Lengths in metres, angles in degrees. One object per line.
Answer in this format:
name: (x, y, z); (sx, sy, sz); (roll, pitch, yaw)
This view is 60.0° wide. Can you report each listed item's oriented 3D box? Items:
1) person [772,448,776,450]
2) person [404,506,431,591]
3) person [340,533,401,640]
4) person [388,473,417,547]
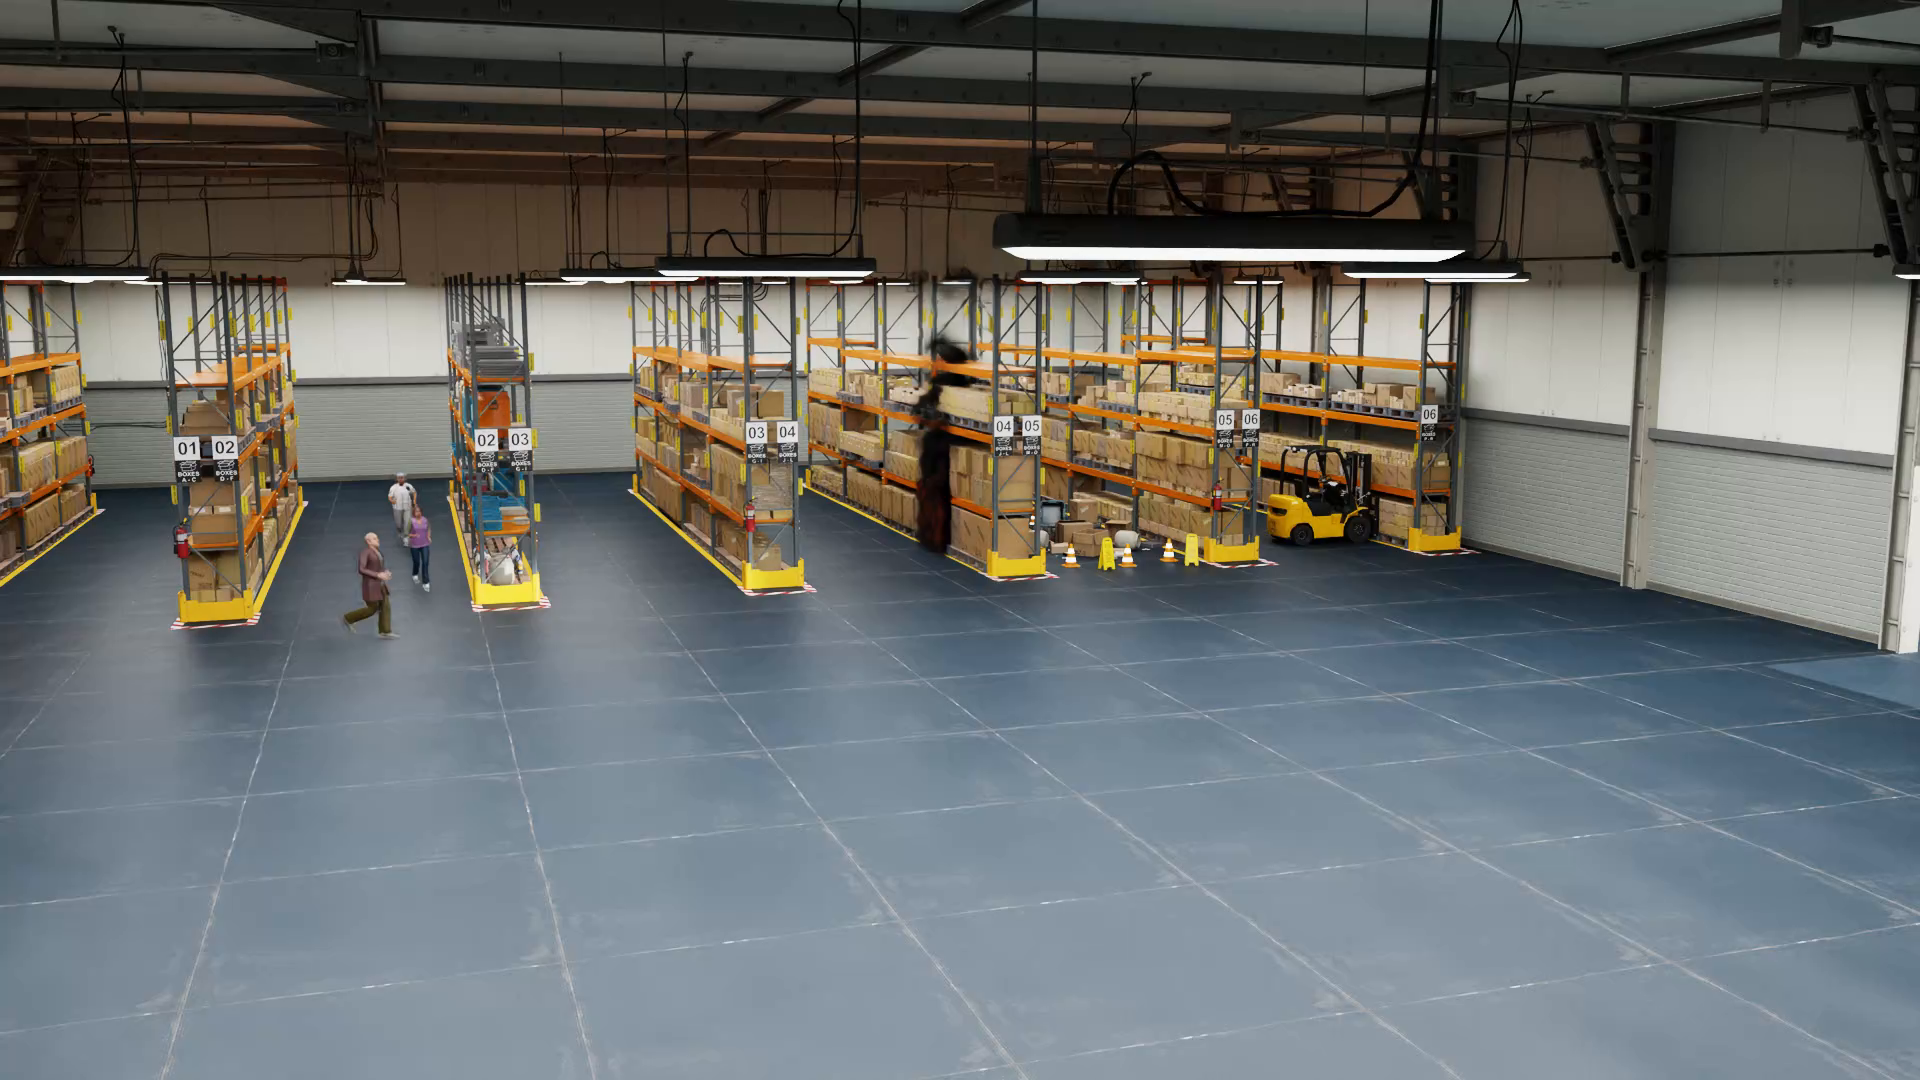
person: (-5.500, -2.307, 47.461); (0.758, 1.756, 0.928); (1, 9, 7)
person: (-10.328, 0.135, 31.764); (0.537, 1.596, 0.878); (-5, 10, -29)
person: (-9.686, 0.757, 27.319); (0.935, 1.778, 0.718); (1, 9, 6)
person: (-12.459, -0.691, 37.221); (0.621, 1.633, 0.932); (-3, 9, -19)
